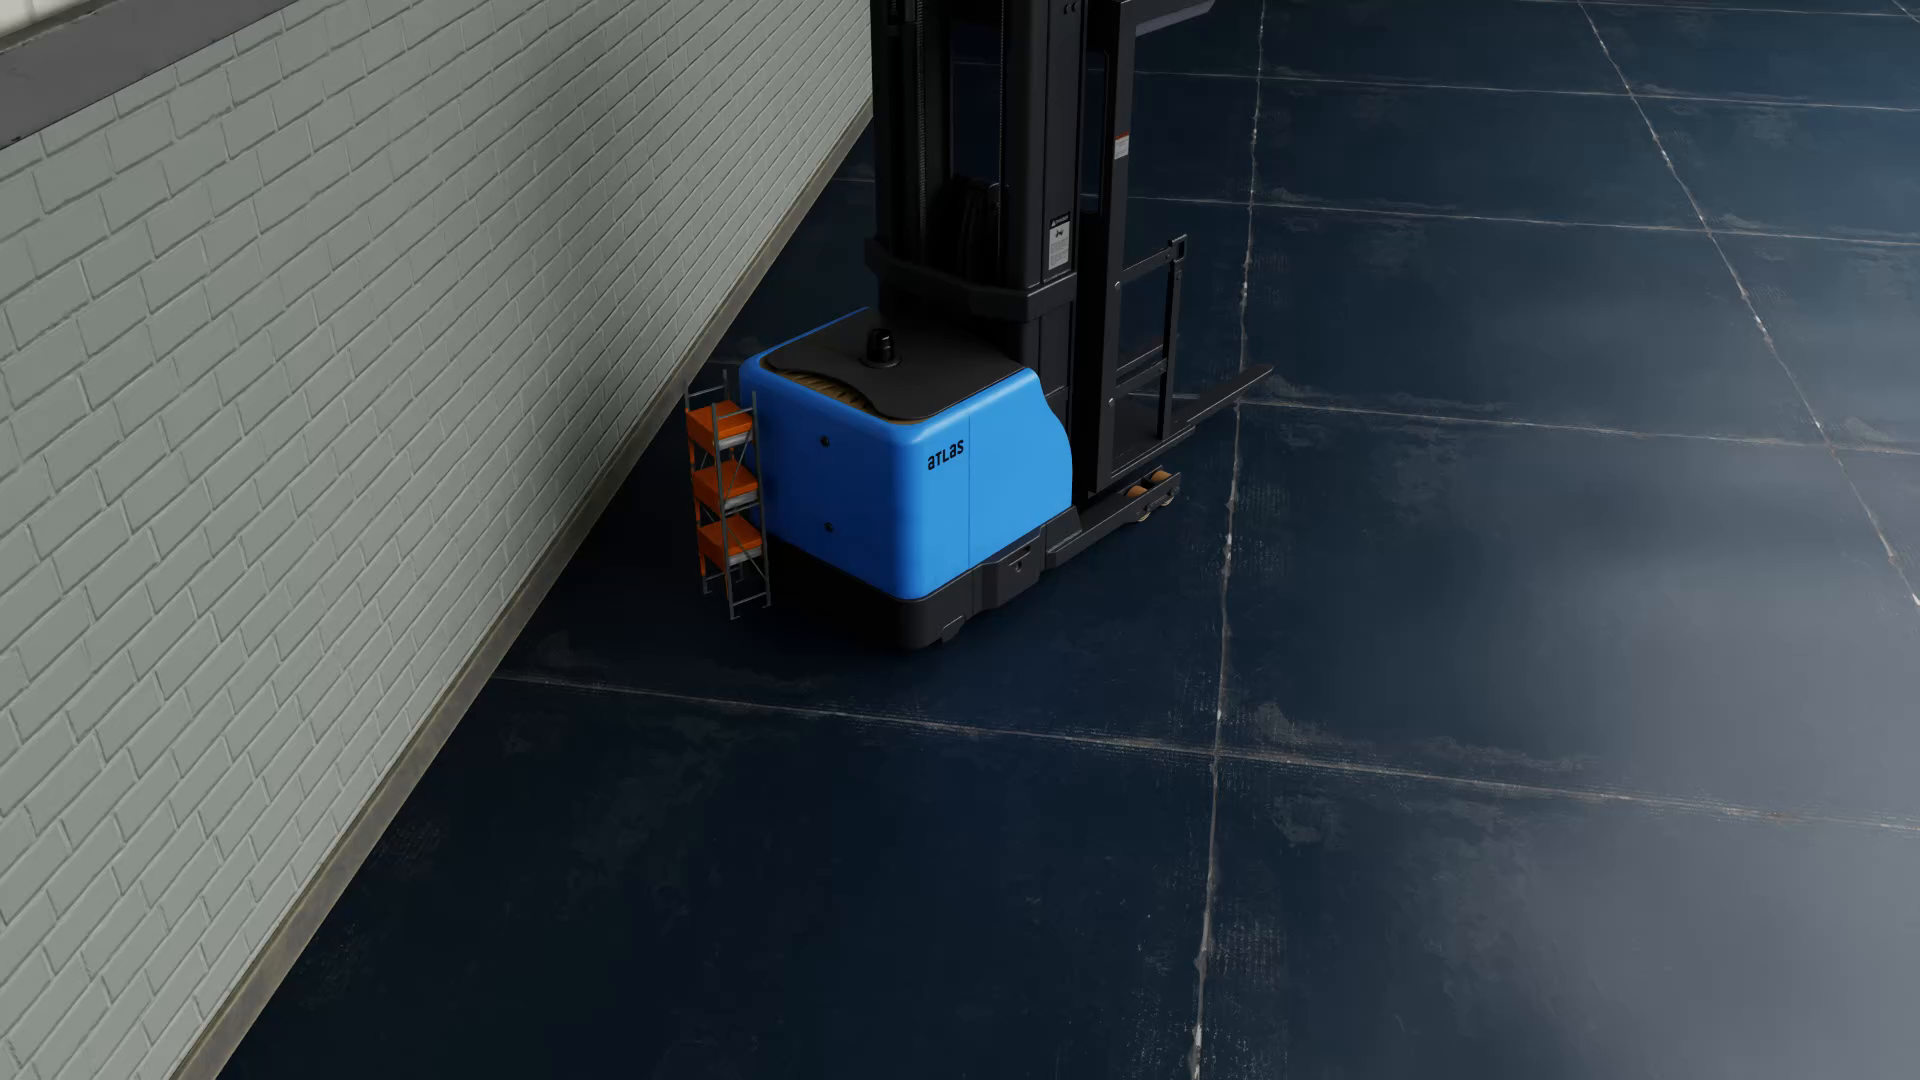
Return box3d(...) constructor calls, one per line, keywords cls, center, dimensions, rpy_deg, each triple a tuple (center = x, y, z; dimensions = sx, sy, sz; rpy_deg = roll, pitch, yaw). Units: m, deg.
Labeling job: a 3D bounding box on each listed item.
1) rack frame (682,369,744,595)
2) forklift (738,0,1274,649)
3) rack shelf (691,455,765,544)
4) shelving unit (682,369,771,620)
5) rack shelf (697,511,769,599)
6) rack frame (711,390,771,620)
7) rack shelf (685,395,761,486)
box3d(cls="rack frame", center=(-1.054, -0.235, 7.136), dimensions=(0.200, 1.050, 0.008), rpy_deg=(-21, 38, -30))
box3d(cls="forklift", center=(0.412, -1.490, 7.368), dimensions=(1.130, 2.935, 3.031), rpy_deg=(25, 40, 34))
box3d(cls="rack shelf", center=(-0.983, -0.173, 7.057), dimensions=(0.215, 0.259, 0.240), rpy_deg=(-21, 38, -30))
box3d(cls="shelving unit", center=(-0.983, -0.182, 7.051), dimensions=(0.215, 1.050, 0.252), rpy_deg=(-21, 38, -30))
box3d(cls="rack shelf", center=(-0.983, 0.062, 7.205), dimensions=(0.215, 0.259, 0.240), rpy_deg=(-21, 38, -30))
box3d(cls="rack frame", center=(-0.912, -0.129, 6.967), dimensions=(0.200, 1.050, 0.008), rpy_deg=(-21, 38, -30))
box3d(cls="rack shelf", center=(-0.983, -0.414, 6.906), dimensions=(0.215, 0.259, 0.240), rpy_deg=(-21, 38, -30))
